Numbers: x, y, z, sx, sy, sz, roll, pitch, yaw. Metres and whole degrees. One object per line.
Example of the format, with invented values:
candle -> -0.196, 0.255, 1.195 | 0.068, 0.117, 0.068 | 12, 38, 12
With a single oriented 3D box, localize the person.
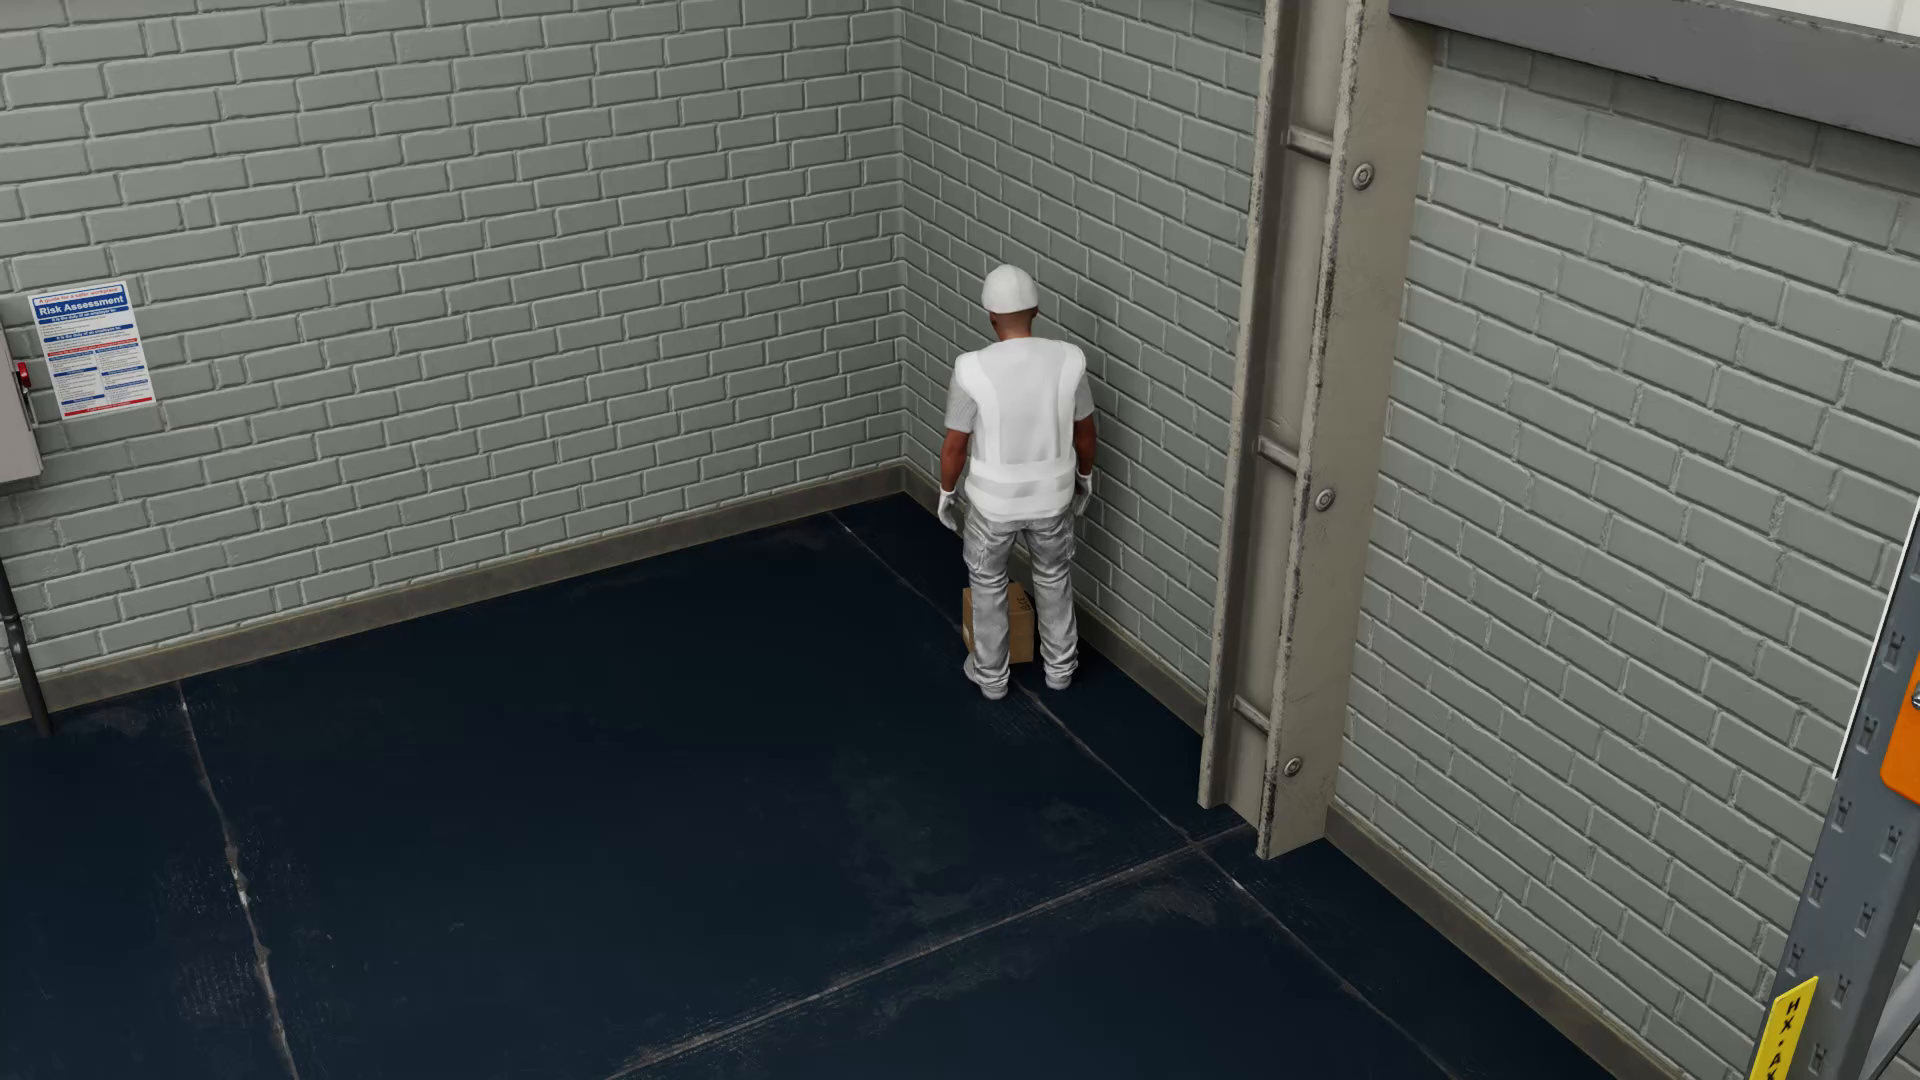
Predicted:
person -> 0.222, -0.197, 6.473 | 0.628, 1.774, 0.453 | -6, 29, -11
